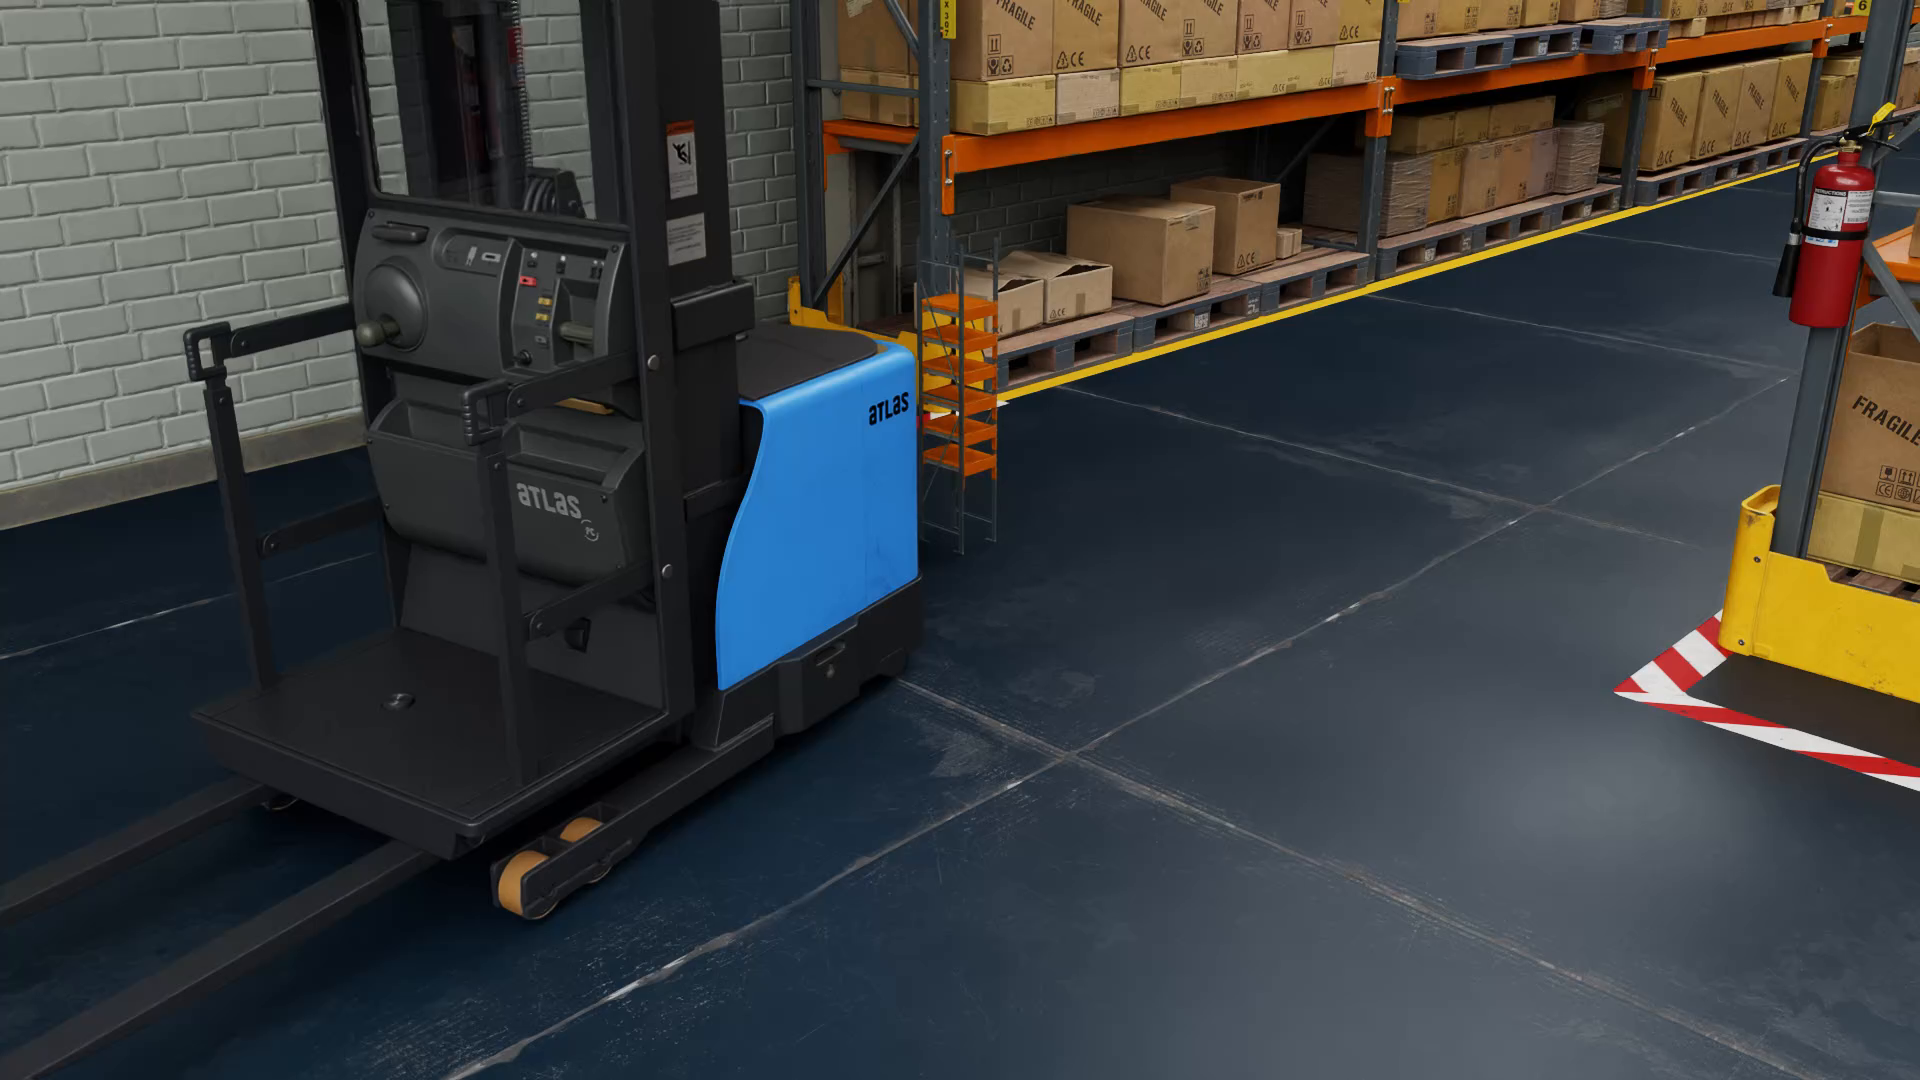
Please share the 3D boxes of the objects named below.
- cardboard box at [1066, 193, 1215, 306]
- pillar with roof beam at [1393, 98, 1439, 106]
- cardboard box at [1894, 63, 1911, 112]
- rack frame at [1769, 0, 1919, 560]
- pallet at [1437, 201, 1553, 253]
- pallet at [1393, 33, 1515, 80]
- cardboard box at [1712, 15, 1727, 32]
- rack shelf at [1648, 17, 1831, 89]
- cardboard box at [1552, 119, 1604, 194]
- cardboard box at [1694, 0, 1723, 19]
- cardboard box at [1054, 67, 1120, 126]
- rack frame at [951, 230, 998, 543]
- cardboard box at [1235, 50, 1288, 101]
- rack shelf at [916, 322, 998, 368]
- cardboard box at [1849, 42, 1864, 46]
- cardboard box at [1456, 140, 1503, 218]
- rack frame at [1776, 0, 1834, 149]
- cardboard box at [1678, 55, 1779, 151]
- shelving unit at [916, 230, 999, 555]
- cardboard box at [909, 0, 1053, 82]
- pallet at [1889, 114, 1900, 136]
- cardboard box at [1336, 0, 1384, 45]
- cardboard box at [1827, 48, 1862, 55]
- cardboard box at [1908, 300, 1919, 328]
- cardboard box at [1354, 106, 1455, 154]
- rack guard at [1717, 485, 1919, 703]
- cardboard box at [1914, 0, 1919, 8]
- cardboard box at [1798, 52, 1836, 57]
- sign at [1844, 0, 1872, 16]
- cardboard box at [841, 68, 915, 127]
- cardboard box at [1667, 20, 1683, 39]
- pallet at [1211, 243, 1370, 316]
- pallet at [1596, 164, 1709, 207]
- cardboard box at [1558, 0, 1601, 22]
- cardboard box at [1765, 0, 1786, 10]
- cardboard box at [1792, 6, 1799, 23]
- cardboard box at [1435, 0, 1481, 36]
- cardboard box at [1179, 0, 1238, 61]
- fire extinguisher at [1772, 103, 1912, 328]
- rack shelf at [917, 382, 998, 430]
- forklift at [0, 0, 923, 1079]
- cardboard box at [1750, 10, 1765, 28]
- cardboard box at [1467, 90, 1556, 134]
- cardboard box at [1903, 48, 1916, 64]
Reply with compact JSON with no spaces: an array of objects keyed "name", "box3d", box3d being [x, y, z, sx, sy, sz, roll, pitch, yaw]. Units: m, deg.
[{"name":"cardboard box","box3d":[1.046,-1.703,9.695,0.700,0.500,0.500,17,27,37]},{"name":"pillar with roof beam","box3d":[6.692,-5.848,9.247,9.100,9.000,0.400,19,28,41]},{"name":"cardboard box","box3d":[9.950,-4.995,18.288,0.700,0.500,0.500,19,28,40]},{"name":"rack frame","box3d":[3.105,-0.948,4.859,1.000,3.000,0.127,19,28,41]},{"name":"pallet","box3d":[3.737,-2.429,12.599,1.003,0.211,1.213,19,28,41]},{"name":"pallet","box3d":[2.981,-3.285,11.208,1.003,0.211,1.213,19,28,41]},{"name":"cardboard box","box3d":[6.408,-4.499,14.422,0.250,0.149,0.380,-20,28,-41]},{"name":"rack shelf","box3d":[6.530,-4.421,14.899,1.077,0.370,4.000,19,28,41]},{"name":"cardboard box","box3d":[4.669,-3.083,13.287,0.500,0.500,0.700,-20,29,-41]},{"name":"cardboard box","box3d":[6.029,-4.631,13.860,0.500,0.500,0.500,-19,28,-40]},{"name":"cardboard box","box3d":[0.473,-2.309,8.582,0.500,0.250,0.500,18,28,39]},{"name":"rack frame","box3d":[0.054,-0.580,6.411,0.240,1.200,0.006,19,28,41]},{"name":"cardboard box","box3d":[1.537,-2.697,9.592,0.500,0.250,0.500,19,28,40]},{"name":"rack shelf","box3d":[-0.010,-0.739,6.279,0.258,0.103,0.180,19,28,41]},{"name":"cardboard box","box3d":[10.242,-5.509,18.720,0.380,0.149,0.250,20,28,41]},{"name":"cardboard box","box3d":[3.555,-2.713,12.323,0.700,0.500,0.500,20,28,41]},{"name":"rack frame","box3d":[7.925,-5.271,16.108,1.000,3.000,0.127,19,28,41]},{"name":"cardboard box","box3d":[6.947,-4.035,15.302,0.750,0.750,0.750,-19,28,-40]},{"name":"shelving unit","box3d":[-0.010,-0.556,6.350,0.258,1.200,0.189,19,28,41]},{"name":"cardboard box","box3d":[0.102,-2.523,8.095,0.500,0.500,0.500,19,28,41]},{"name":"pallet","box3d":[9.362,-4.460,17.885,1.003,0.211,1.213,19,28,41]},{"name":"cardboard box","box3d":[2.236,-3.305,10.129,0.500,0.500,0.500,19,28,41]},{"name":"cardboard box","box3d":[9.538,-5.248,18.043,0.250,0.149,0.380,-20,28,-41]},{"name":"cardboard box","box3d":[3.953,-0.683,6.373,0.500,0.500,0.500,19,28,41]},{"name":"cardboard box","box3d":[3.150,-2.911,11.792,0.500,0.250,0.500,19,28,40]},{"name":"rack guard","box3d":[3.089,0.225,5.291,1.175,0.500,0.348,19,28,41]},{"name":"cardboard box","box3d":[9.867,-6.116,17.888,0.980,0.700,0.700,19,28,40]},{"name":"cardboard box","box3d":[9.003,-5.051,17.529,0.380,0.149,0.250,20,28,41]},{"name":"sign","box3d":[2.726,-1.738,4.971,0.100,0.325,0.005,19,28,41]},{"name":"cardboard box","box3d":[-0.259,-2.294,8.544,0.500,0.250,0.500,-20,28,-41]},{"name":"cardboard box","box3d":[5.712,-4.224,13.706,0.250,0.149,0.380,-20,29,-41]},{"name":"pallet","box3d":[1.901,-1.732,10.785,1.003,0.211,1.213,19,28,41]},{"name":"pallet","box3d":[5.738,-3.125,14.411,1.003,0.211,1.213,19,28,41]},{"name":"cardboard box","box3d":[4.443,-4.221,12.623,0.700,0.500,0.500,16,26,36]},{"name":"cardboard box","box3d":[7.078,-5.024,14.882,0.500,0.500,0.500,19,28,41]},{"name":"cardboard box","box3d":[7.520,-4.879,15.411,0.250,0.149,0.380,-19,28,-40]},{"name":"cardboard box","box3d":[3.118,-3.731,11.348,0.500,0.500,0.700,-17,27,-37]},{"name":"cardboard box","box3d":[1.170,-2.915,9.113,0.500,0.500,0.500,-19,28,-40]},{"name":"fire extinguisher","box3d":[2.690,-0.997,5.096,0.296,0.674,0.183,19,28,41]},{"name":"rack shelf","box3d":[-0.010,-0.515,6.366,0.258,0.103,0.180,19,28,41]},{"name":"forklift","box3d":[-1.333,-0.619,4.099,1.130,2.935,3.031,13,24,30]},{"name":"cardboard box","box3d":[6.974,-4.690,14.918,0.380,0.149,0.250,18,28,39]},{"name":"cardboard box","box3d":[4.227,-3.303,12.812,0.500,0.250,0.500,-20,28,-41]},{"name":"cardboard box","box3d":[10.162,-5.282,18.130,0.250,0.149,0.380,-19,28,-41]}]
